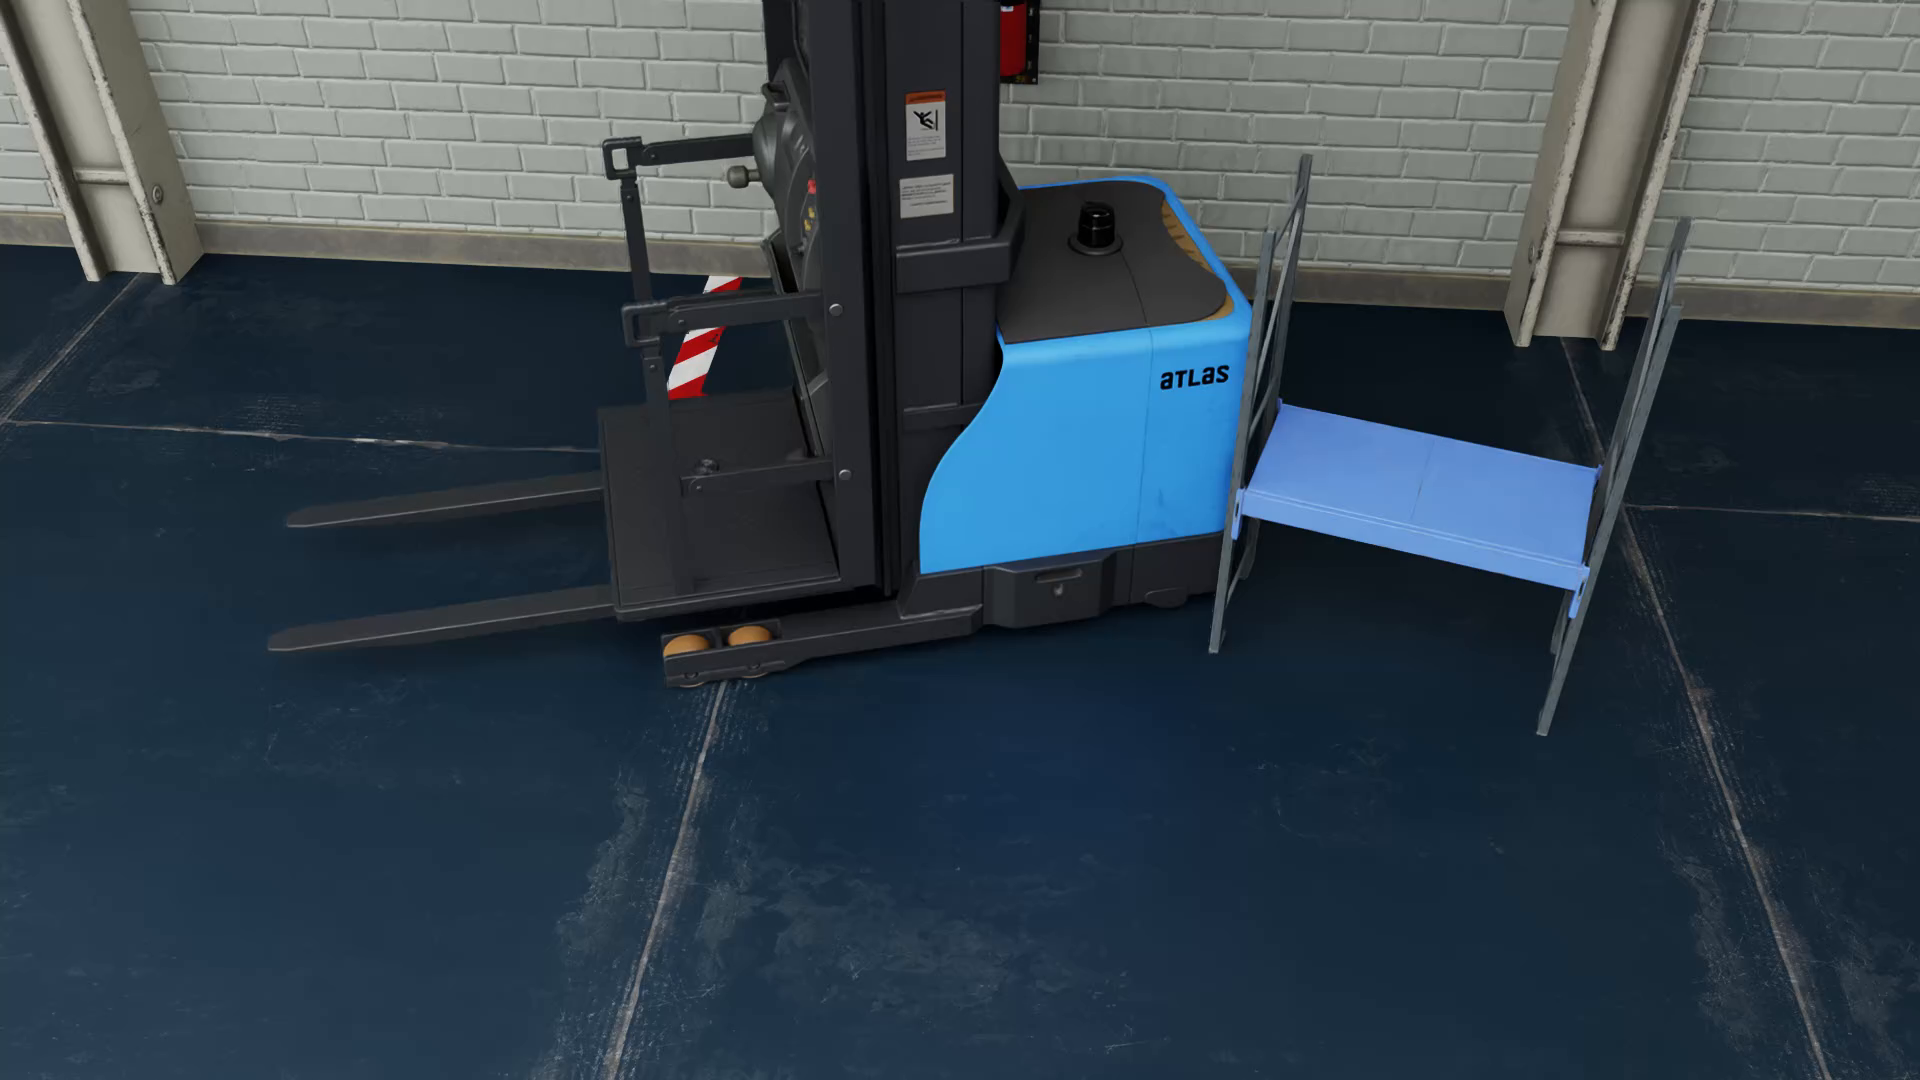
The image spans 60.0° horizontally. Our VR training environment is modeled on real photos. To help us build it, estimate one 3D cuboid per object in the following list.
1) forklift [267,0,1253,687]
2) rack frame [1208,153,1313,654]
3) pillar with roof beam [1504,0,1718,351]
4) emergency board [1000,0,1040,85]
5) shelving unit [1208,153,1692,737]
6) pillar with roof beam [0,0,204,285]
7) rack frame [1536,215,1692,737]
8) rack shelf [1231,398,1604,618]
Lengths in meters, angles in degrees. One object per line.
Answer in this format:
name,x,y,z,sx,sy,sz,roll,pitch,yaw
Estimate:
forklift,-0.673,-1.044,4.711,3.031,2.935,1.130,-8,40,-10
rack frame,0.899,-0.369,5.015,0.032,1.500,0.500,14,41,16
pillar with roof beam,2.080,-1.652,0.651,0.400,9.000,9.100,3,39,4
emergency board,-0.008,-2.191,6.066,0.643,1.169,0.194,3,39,4
shelving unit,1.373,-0.253,4.873,1.048,1.500,0.538,14,41,16
pillar with roof beam,-3.898,-1.979,1.052,0.400,9.000,9.100,3,39,4
rack frame,1.846,-0.137,4.730,0.032,1.500,0.500,14,41,16
rack shelf,1.373,-0.113,4.986,1.000,0.185,0.538,14,41,16
